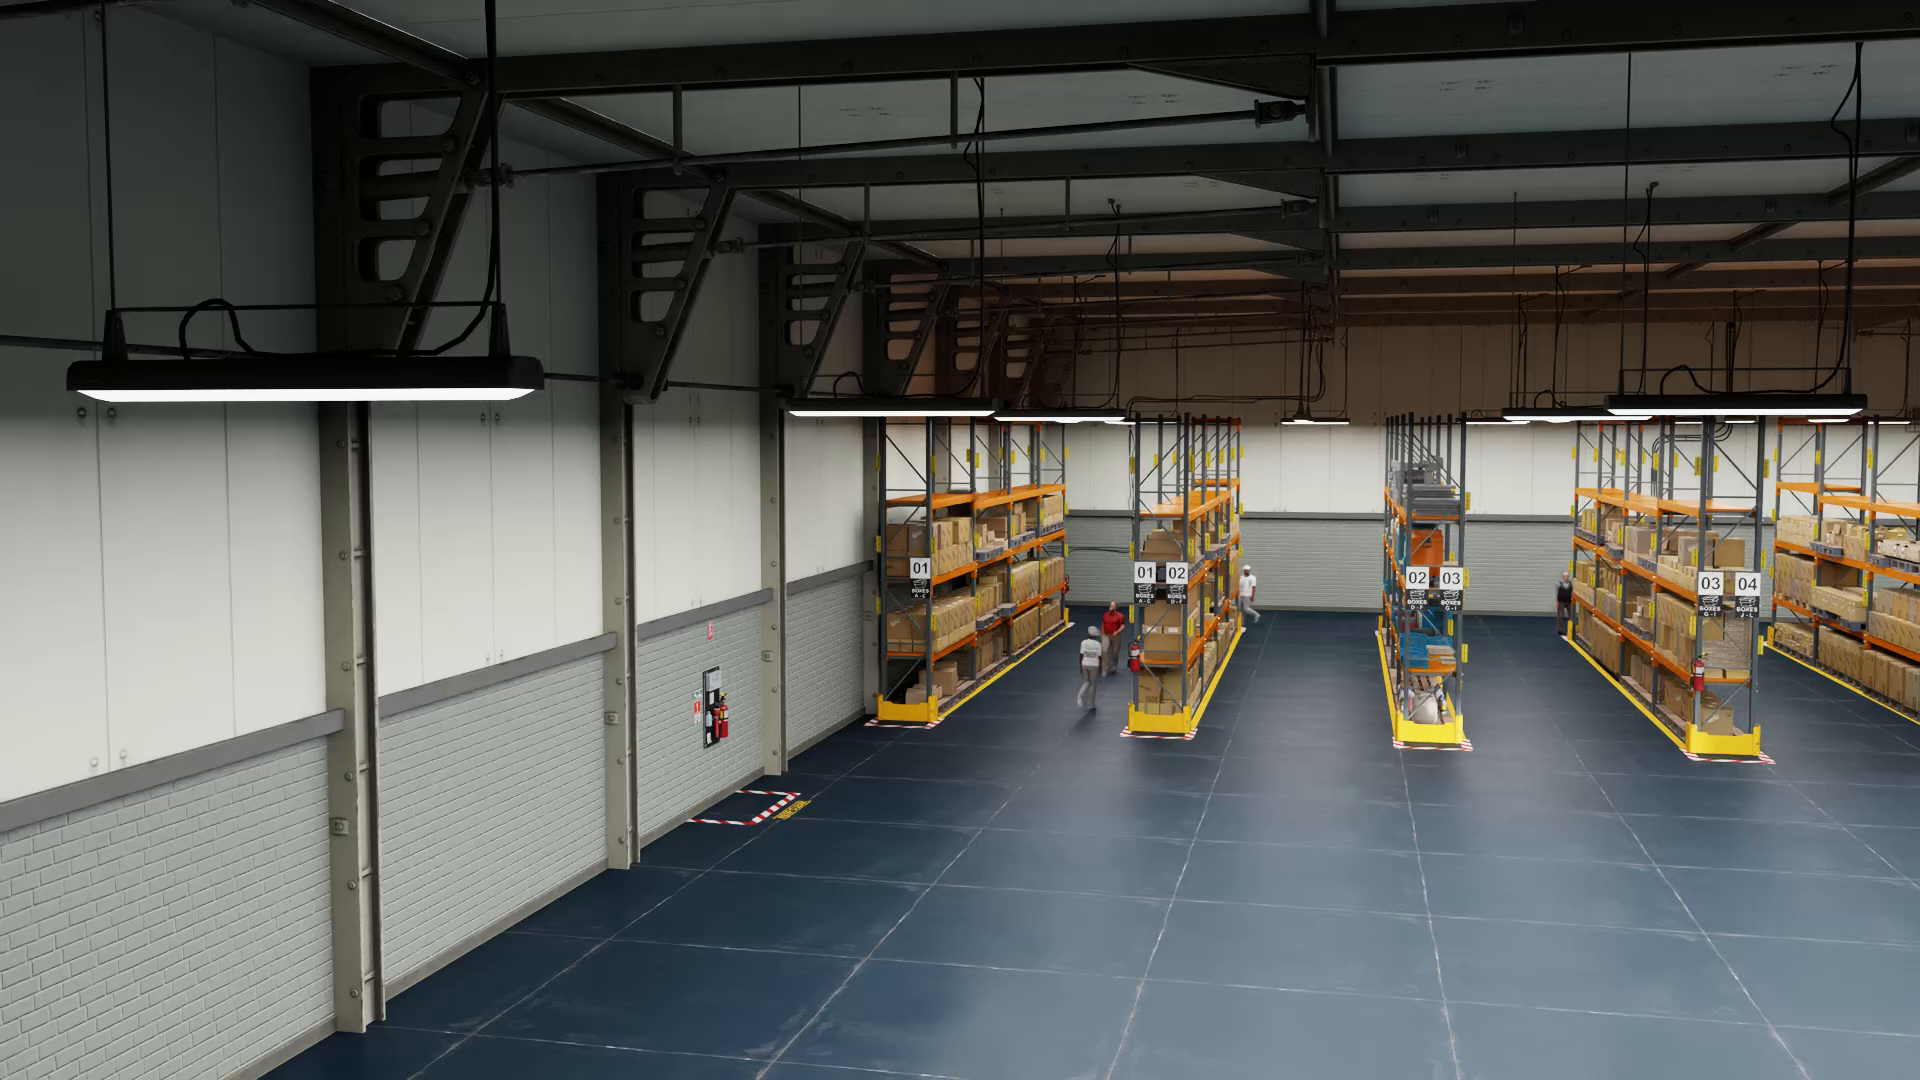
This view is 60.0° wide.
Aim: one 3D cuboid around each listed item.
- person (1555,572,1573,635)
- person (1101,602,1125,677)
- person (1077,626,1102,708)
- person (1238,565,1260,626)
[{"bbox_3d":[16.776,1.751,45.988,0.581,1.723,0.424,0,4,3],"label":"person"},{"bbox_3d":[3.536,2.288,38.581,0.577,1.714,0.995,1,4,13],"label":"person"},{"bbox_3d":[2.652,2.585,33.744,0.513,1.685,0.455,-4,5,-43],"label":"person"},{"bbox_3d":[8.261,1.599,47.950,0.709,1.757,0.556,-1,4,-18],"label":"person"}]
